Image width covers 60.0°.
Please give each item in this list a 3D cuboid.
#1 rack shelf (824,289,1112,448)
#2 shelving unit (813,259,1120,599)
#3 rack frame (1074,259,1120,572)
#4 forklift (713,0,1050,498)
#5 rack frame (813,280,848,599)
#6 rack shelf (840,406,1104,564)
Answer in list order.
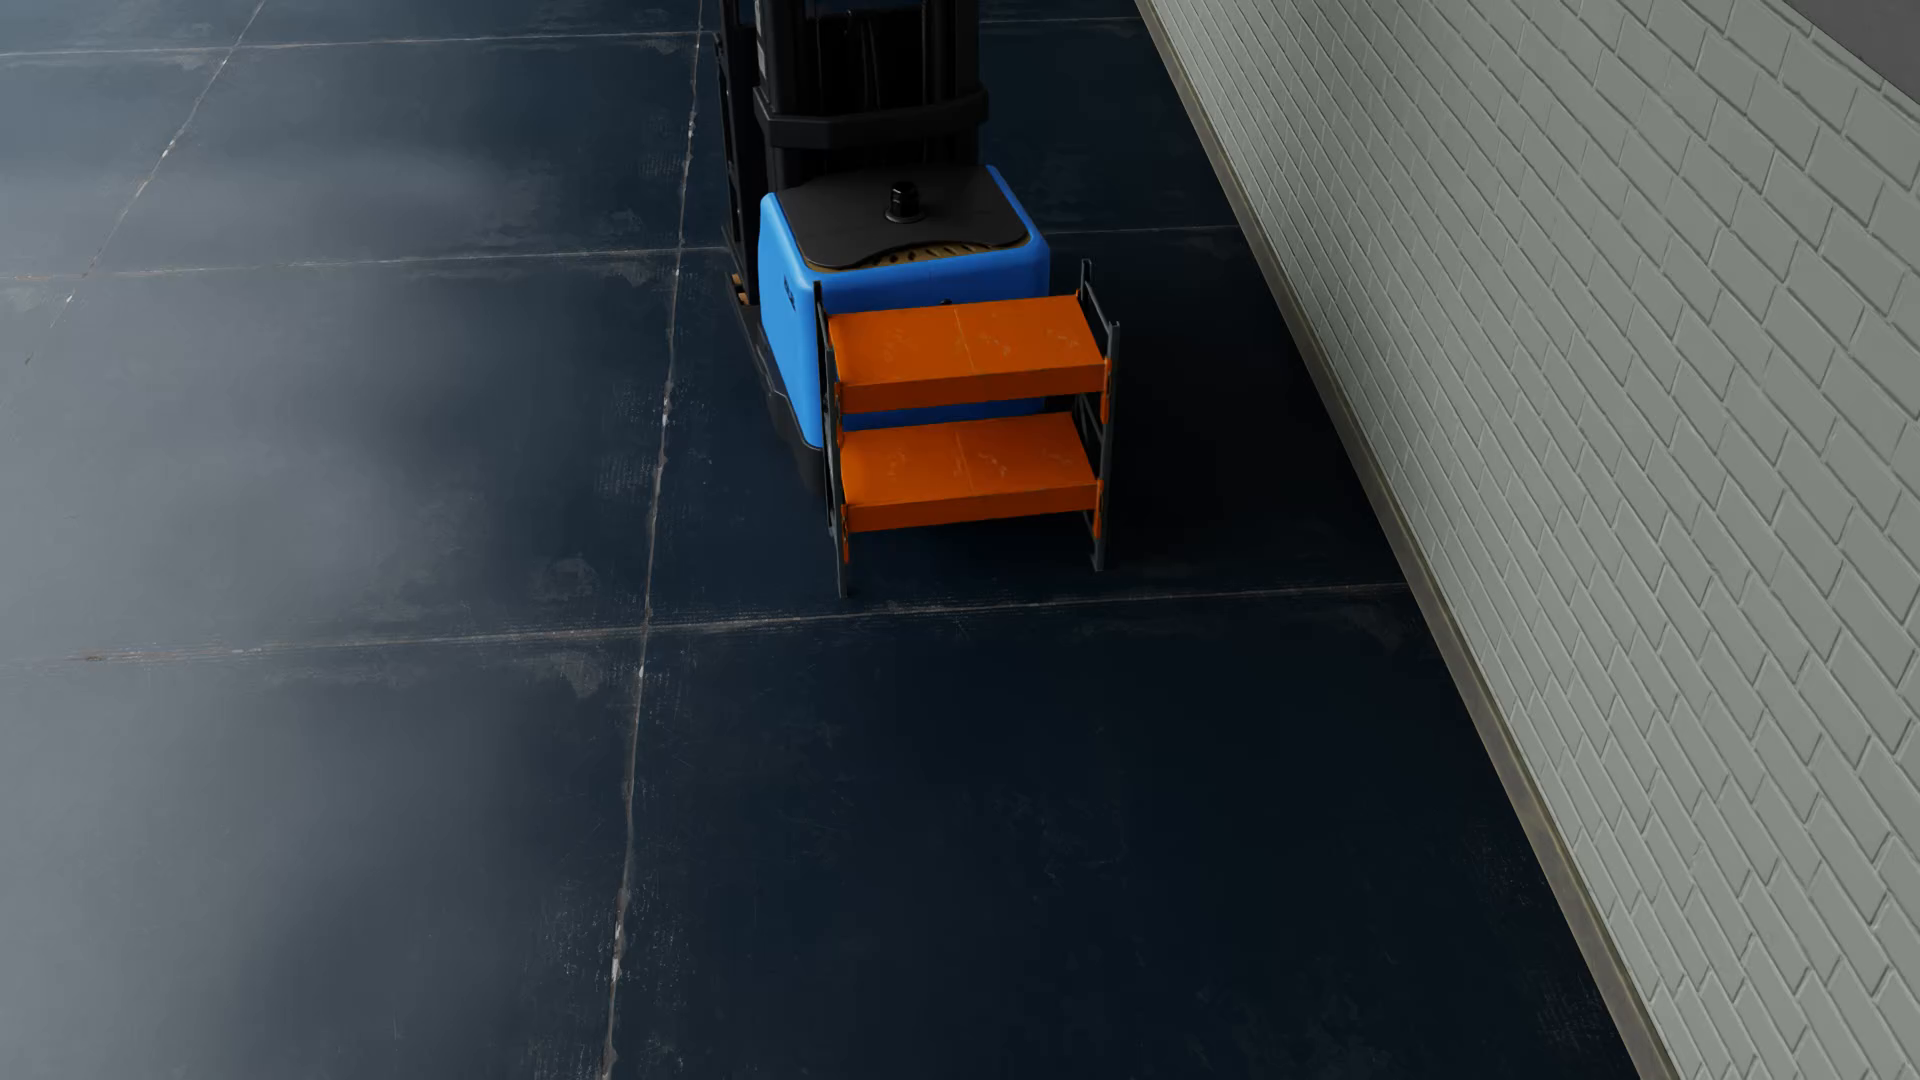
[{"bbox_3d":[0.012,-0.647,6.189,1.000,0.278,0.538,-6,39,-7],"label":"rack shelf"},{"bbox_3d":[0.012,-0.417,6.370,1.048,1.125,0.538,-6,39,-7],"label":"shelving unit"},{"bbox_3d":[0.514,-0.467,6.434,0.032,1.125,0.500,-6,39,-7],"label":"rack frame"},{"bbox_3d":[-0.524,-2.241,7.225,1.130,2.935,3.031,-10,39,-12],"label":"forklift"},{"bbox_3d":[-0.490,-0.367,6.307,0.032,1.125,0.500,-6,39,-7],"label":"rack frame"},{"bbox_3d":[0.012,-0.225,6.522,1.000,0.278,0.538,-6,39,-7],"label":"rack shelf"}]
